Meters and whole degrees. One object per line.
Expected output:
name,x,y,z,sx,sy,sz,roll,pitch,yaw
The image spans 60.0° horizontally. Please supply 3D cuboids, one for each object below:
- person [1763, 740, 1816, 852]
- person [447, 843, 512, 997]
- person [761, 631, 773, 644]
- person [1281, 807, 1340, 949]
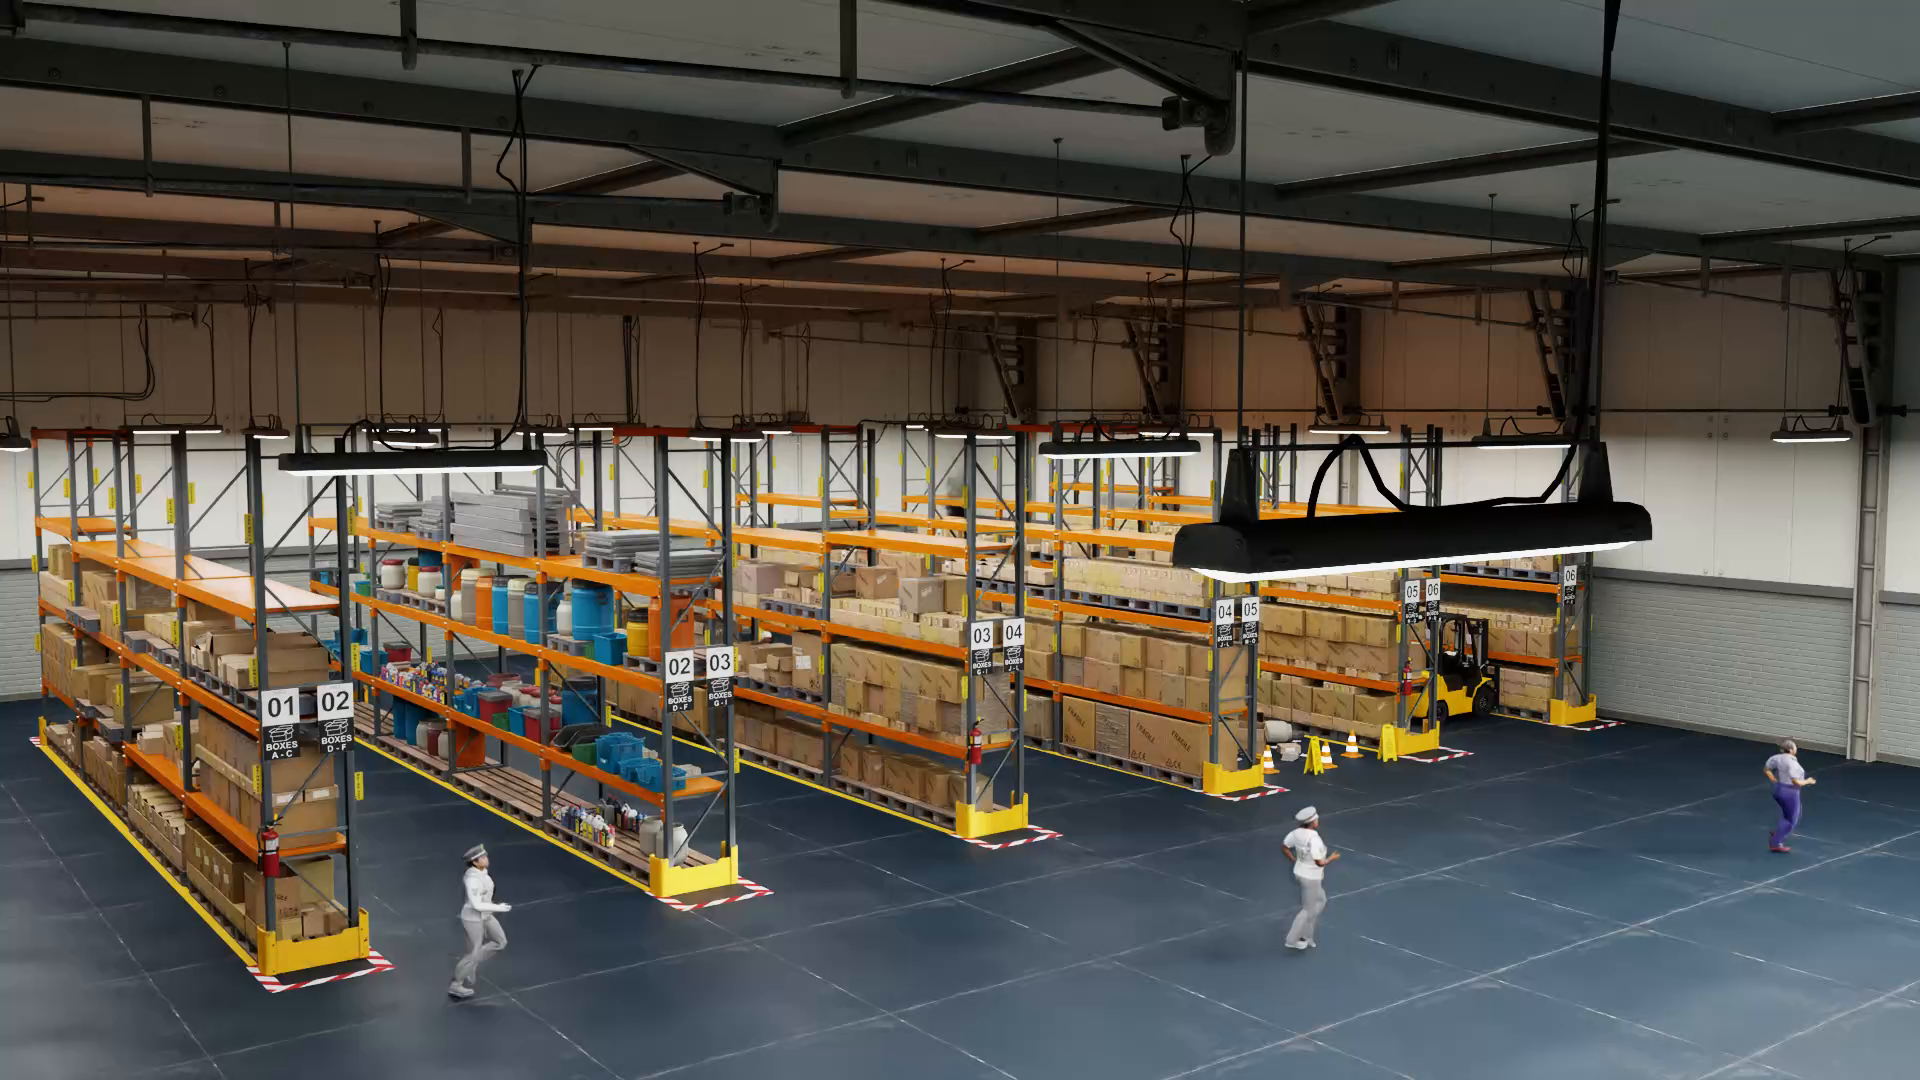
person,11.894,3.650,23.814,0.605,1.615,0.582,0,4,-2
person,-5.187,4.085,17.998,0.709,1.654,0.642,0,4,-1
person,-4.018,2.766,34.186,0.659,1.798,0.896,-4,6,-43
person,4.106,3.966,19.455,0.667,1.728,0.558,-1,5,-14
